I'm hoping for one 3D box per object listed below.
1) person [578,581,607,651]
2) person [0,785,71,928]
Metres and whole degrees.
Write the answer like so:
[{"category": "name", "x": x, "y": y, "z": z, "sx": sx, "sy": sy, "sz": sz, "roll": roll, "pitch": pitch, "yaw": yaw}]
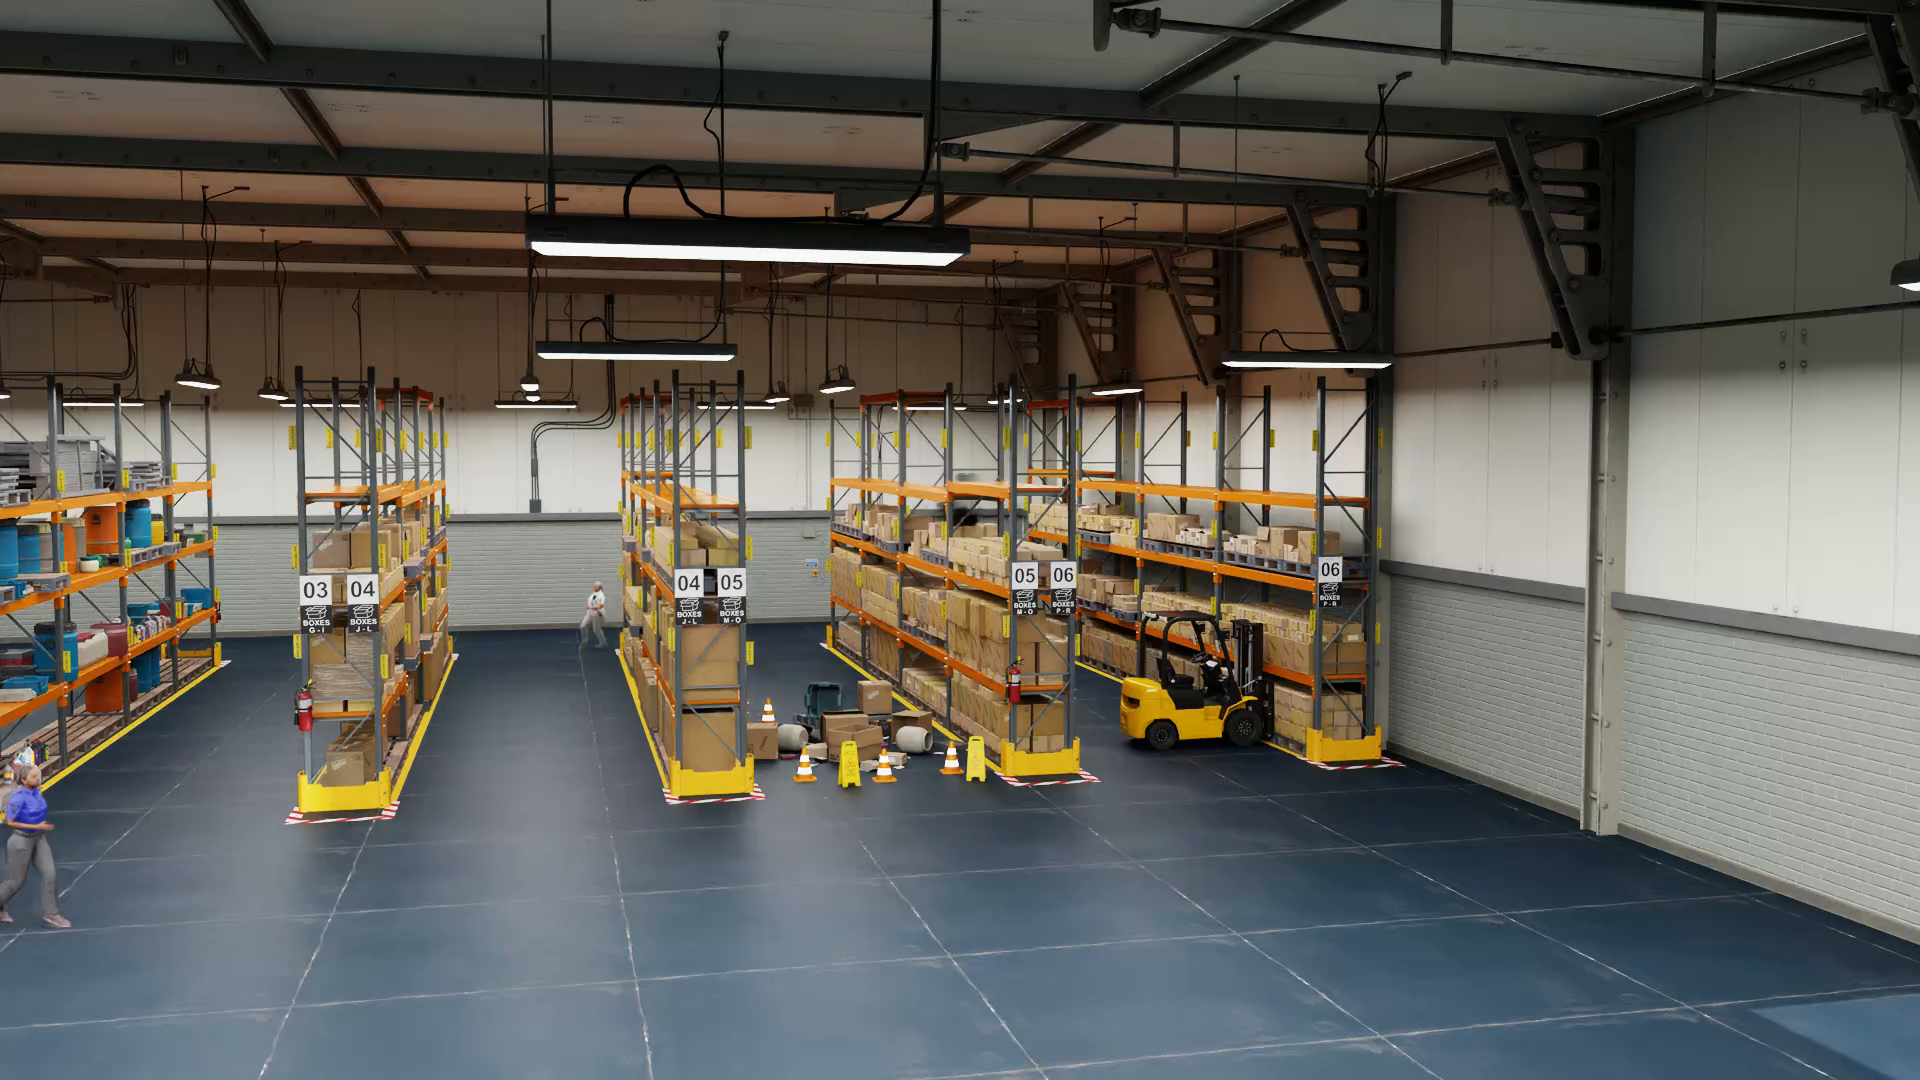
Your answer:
[{"category": "person", "x": -8.688, "y": 1.812, "z": 39.677, "sx": 0.599, "sy": 1.657, "sz": 0.740, "roll": 3, "pitch": 5, "yaw": 43}, {"category": "person", "x": -9.604, "y": 3.258, "z": 17.086, "sx": 0.846, "sy": 1.485, "sz": 0.532, "roll": 1, "pitch": 3, "yaw": 9}]
